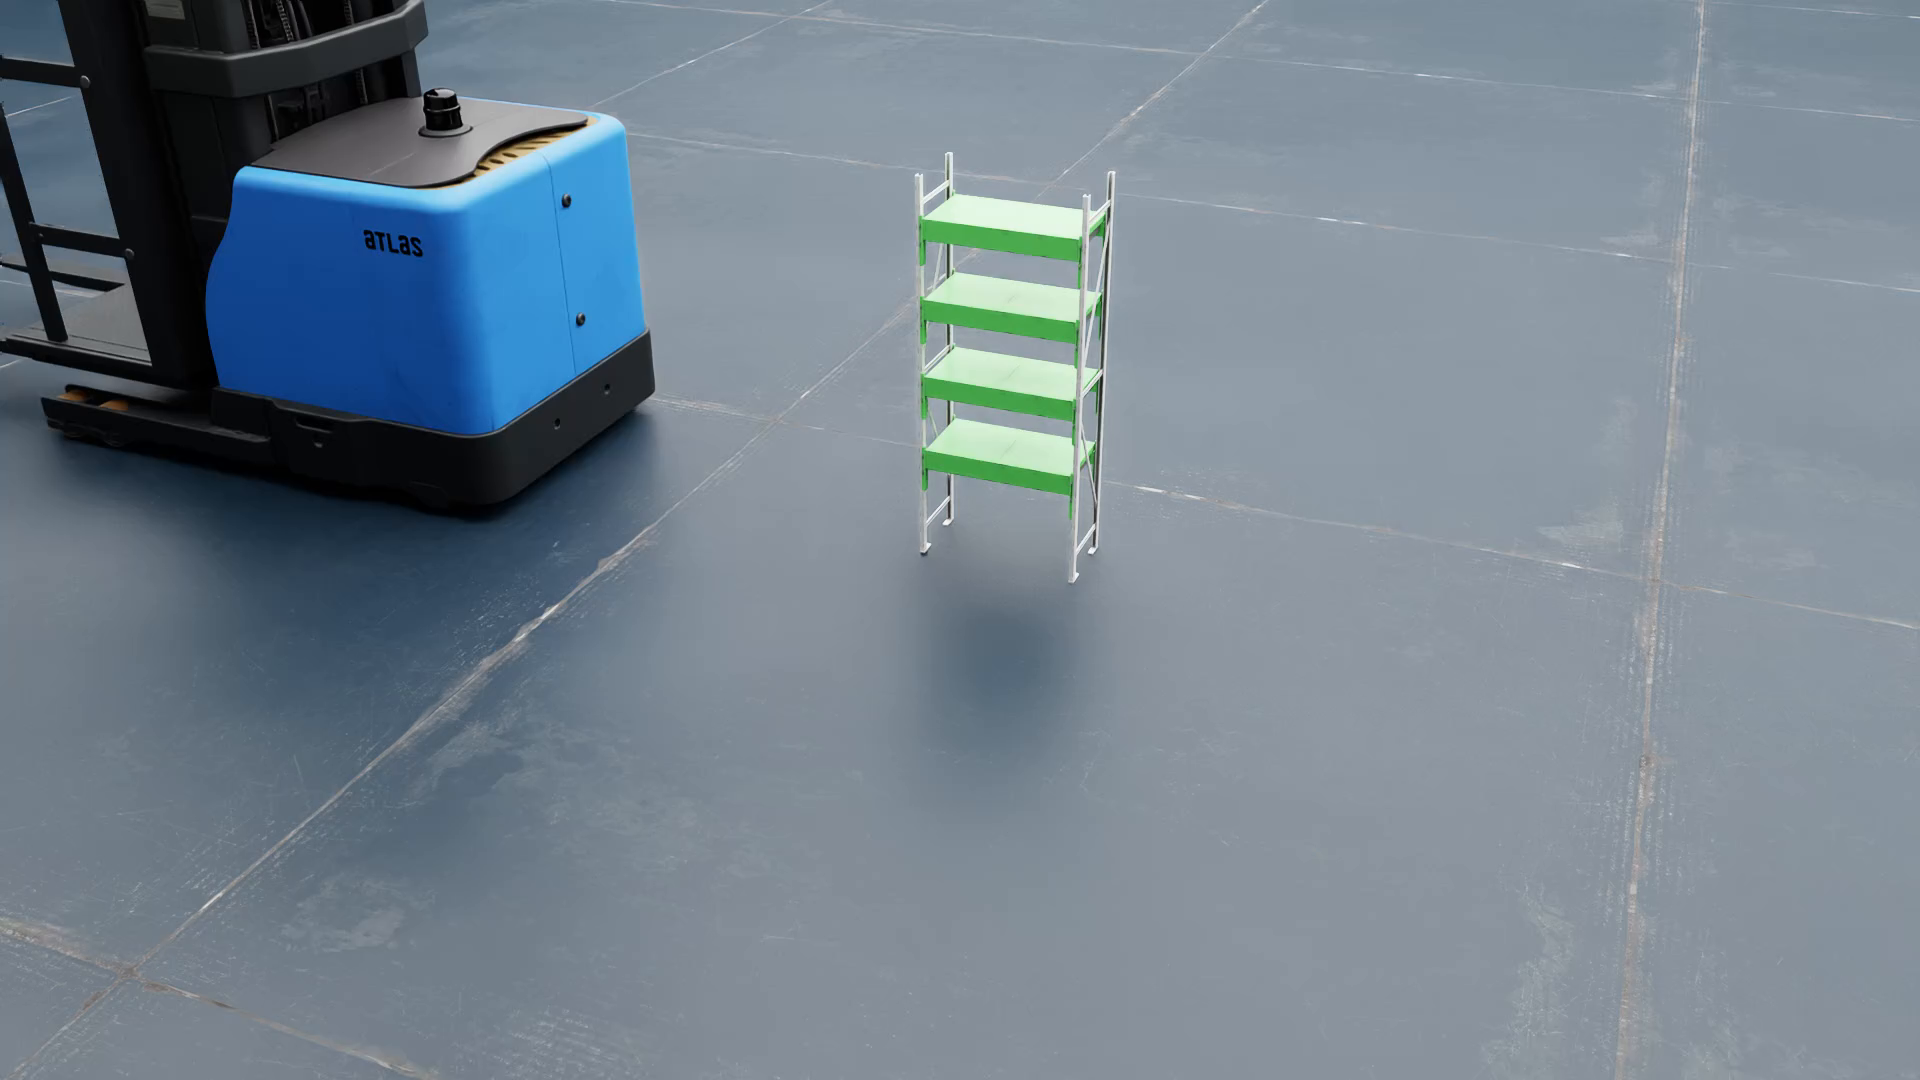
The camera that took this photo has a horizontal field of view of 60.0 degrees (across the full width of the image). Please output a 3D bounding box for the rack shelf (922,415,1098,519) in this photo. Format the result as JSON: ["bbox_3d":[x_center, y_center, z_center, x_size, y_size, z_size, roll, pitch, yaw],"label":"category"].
[{"bbox_3d":[0.153,-0.227,5.050,0.480,0.148,0.258,11,31,19],"label":"rack shelf"}]

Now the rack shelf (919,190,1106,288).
[{"bbox_3d":[0.153,-0.854,4.696,0.480,0.148,0.258,11,31,19],"label":"rack shelf"}]

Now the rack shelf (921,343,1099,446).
[{"bbox_3d":[0.153,-0.436,4.932,0.480,0.148,0.258,11,31,19],"label":"rack shelf"}]

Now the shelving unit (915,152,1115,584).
[{"bbox_3d":[0.153,-0.492,4.901,0.503,1.200,0.258,11,31,19],"label":"shelving unit"}]

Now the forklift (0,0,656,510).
[{"bbox_3d":[-2.680,-1.829,5.506,3.031,2.935,1.130,11,31,19],"label":"forklift"}]

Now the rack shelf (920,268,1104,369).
[{"bbox_3d":[0.153,-0.645,4.814,0.480,0.148,0.258,11,31,19],"label":"rack shelf"}]

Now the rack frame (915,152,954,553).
[{"bbox_3d":[-0.073,-0.537,4.980,0.015,1.200,0.240,11,31,19],"label":"rack frame"}]

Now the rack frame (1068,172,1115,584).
[{"bbox_3d":[0.379,-0.447,4.821,0.015,1.200,0.240,11,31,19],"label":"rack frame"}]
